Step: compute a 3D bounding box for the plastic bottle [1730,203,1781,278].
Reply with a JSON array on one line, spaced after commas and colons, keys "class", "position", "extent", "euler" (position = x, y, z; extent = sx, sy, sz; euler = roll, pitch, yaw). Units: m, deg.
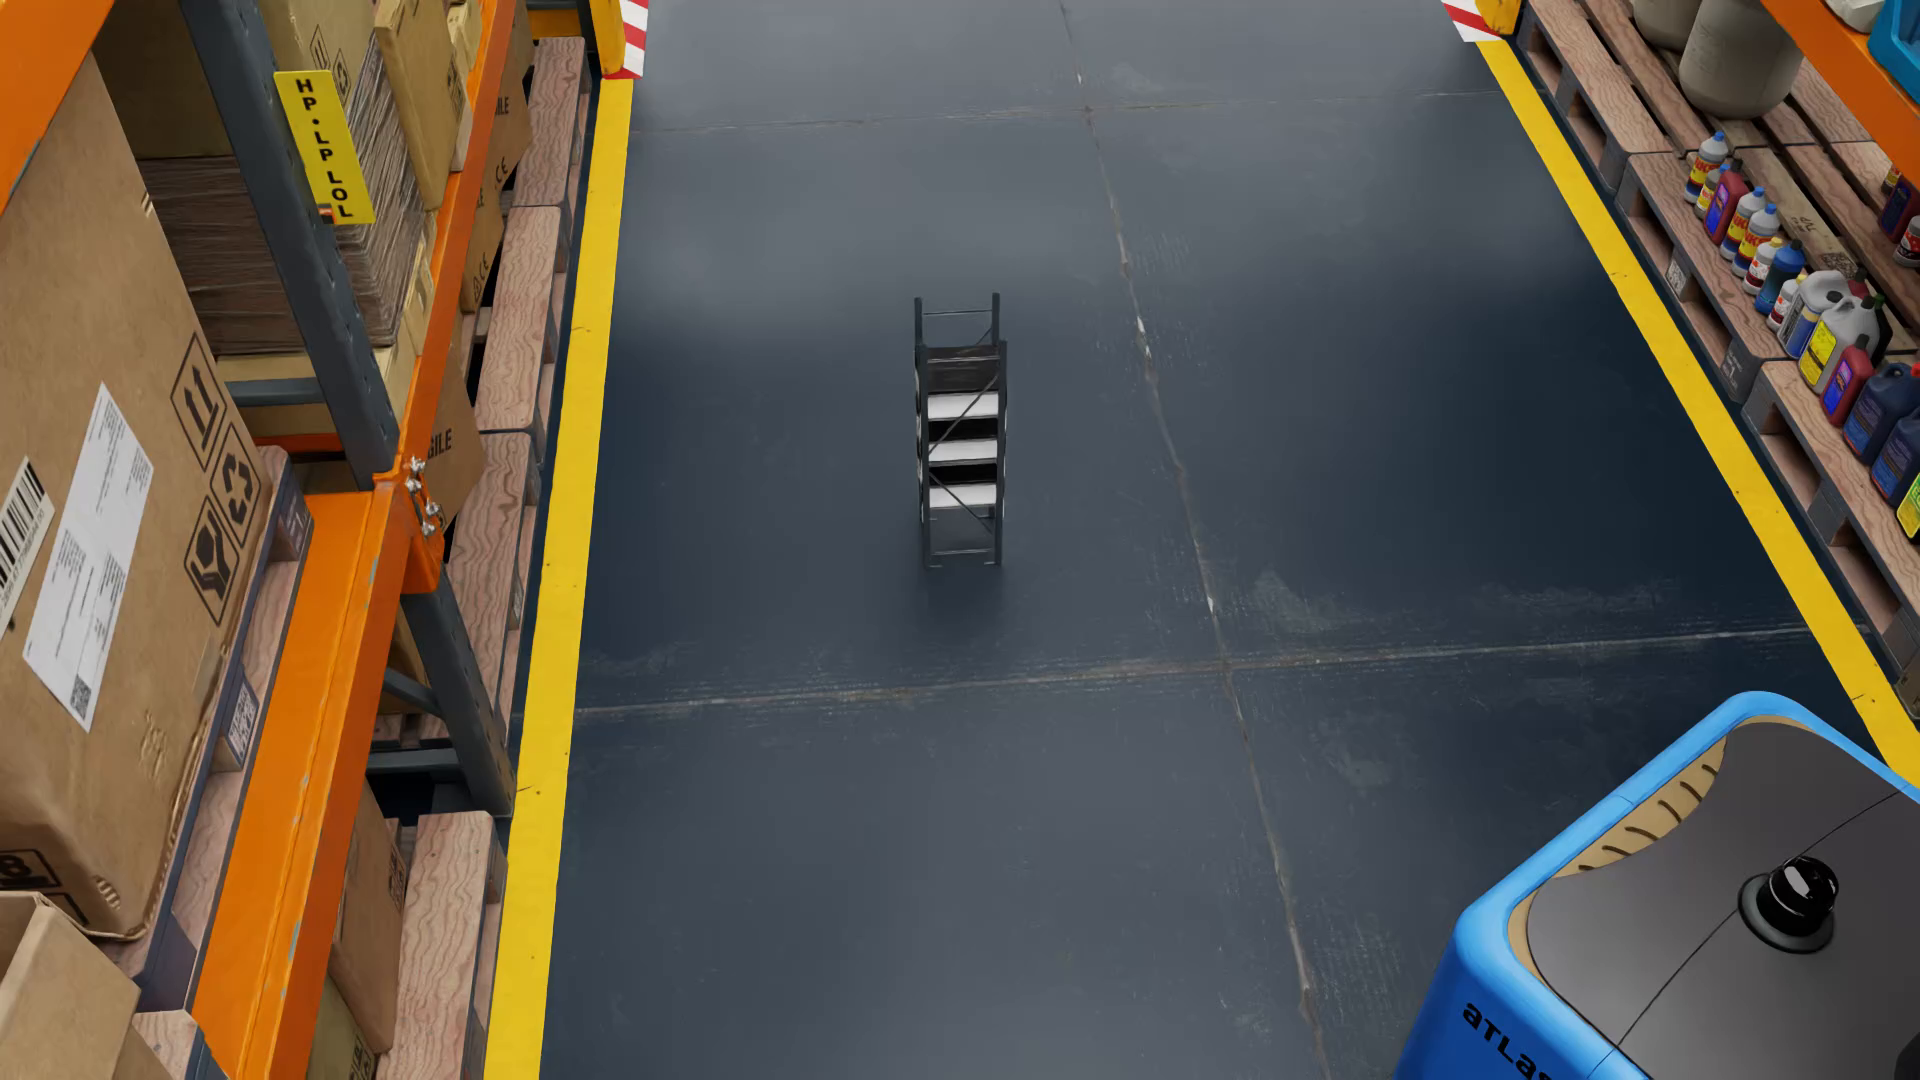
[{"class": "plastic bottle", "position": [2.758, -1.041, 5.746], "extent": [0.097, 0.271, 0.097], "euler": [0, 47, 0]}]

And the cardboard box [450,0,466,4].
[{"class": "cardboard box", "position": [-1.846, -1.834, 4.647], "extent": [0.875, 0.500, 0.500], "euler": [-3, 47, -3]}]

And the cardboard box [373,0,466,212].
[{"class": "cardboard box", "position": [-1.704, -1.114, 3.966], "extent": [0.875, 0.500, 0.500], "euler": [-3, 47, -3]}]

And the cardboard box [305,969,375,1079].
[{"class": "cardboard box", "position": [-1.670, 1.216, 3.451], "extent": [0.700, 0.500, 0.500], "euler": [-4, 47, -4]}]

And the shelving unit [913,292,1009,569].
[{"class": "shelving unit", "position": [0.001, -0.304, 4.918], "extent": [0.258, 0.900, 0.210], "euler": [-3, 47, -3]}]

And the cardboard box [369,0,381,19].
[{"class": "cardboard box", "position": [-1.548, -1.467, 3.611], "extent": [0.500, 0.500, 0.500], "euler": [-3, 47, -3]}]

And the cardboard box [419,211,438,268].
[{"class": "cardboard box", "position": [-1.495, -0.733, 4.051], "extent": [0.380, 0.149, 0.250], "euler": [-3, 47, -3]}]

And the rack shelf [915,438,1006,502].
[{"class": "rack shelf", "position": [0.001, -0.219, 5.007], "extent": [0.258, 0.077, 0.200], "euler": [-3, 47, -3]}]

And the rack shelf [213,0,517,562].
[{"class": "rack shelf", "position": [-1.888, -1.484, 5.085], "extent": [1.077, 0.370, 4.000], "euler": [-3, 47, -3]}]

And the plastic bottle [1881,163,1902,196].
[{"class": "plastic bottle", "position": [3.471, -1.366, 6.102], "extent": [0.097, 0.201, 0.097], "euler": [0, 47, 0]}]

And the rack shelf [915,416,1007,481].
[{"class": "rack shelf", "position": [0.001, -0.281, 4.942], "extent": [0.258, 0.077, 0.200], "euler": [-3, 47, -3]}]

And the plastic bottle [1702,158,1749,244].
[{"class": "plastic bottle", "position": [2.722, -1.201, 5.889], "extent": [0.061, 0.283, 0.133], "euler": [-3, 47, -3]}]

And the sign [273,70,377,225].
[{"class": "sign", "position": [-1.168, -0.719, 3.067], "extent": [0.100, 0.325, 0.005], "euler": [-3, 47, -3]}]

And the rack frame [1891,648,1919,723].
[{"class": "rack frame", "position": [3.215, -0.585, 3.738], "extent": [1.000, 3.000, 0.127], "euler": [-3, 47, -3]}]

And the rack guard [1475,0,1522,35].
[{"class": "rack guard", "position": [2.933, -2.568, 7.337], "extent": [1.175, 0.500, 0.348], "euler": [-3, 47, -3]}]

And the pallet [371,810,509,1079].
[{"class": "pallet", "position": [-1.654, 1.238, 3.932], "extent": [1.003, 0.211, 1.213], "euler": [-3, 47, -3]}]

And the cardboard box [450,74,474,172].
[{"class": "cardboard box", "position": [-1.506, -1.096, 4.395], "extent": [0.380, 0.149, 0.250], "euler": [-3, 47, -3]}]

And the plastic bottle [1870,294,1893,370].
[{"class": "plastic bottle", "position": [2.931, -0.648, 5.366], "extent": [0.061, 0.283, 0.133], "euler": [-3, 47, -3]}]

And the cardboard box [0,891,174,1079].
[{"class": "cardboard box", "position": [-1.484, 0.784, 2.081], "extent": [0.797, 0.503, 0.637], "euler": [1, 47, 1]}]

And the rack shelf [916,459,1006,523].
[{"class": "rack shelf", "position": [0.001, -0.157, 5.073], "extent": [0.258, 0.077, 0.200], "euler": [-3, 47, -3]}]

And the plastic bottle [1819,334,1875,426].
[{"class": "plastic bottle", "position": [2.803, -0.505, 5.230], "extent": [0.061, 0.283, 0.133], "euler": [-1, 47, -1]}]

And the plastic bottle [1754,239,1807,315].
[{"class": "plastic bottle", "position": [2.775, -0.895, 5.608], "extent": [0.097, 0.271, 0.097], "euler": [0, 47, 0]}]

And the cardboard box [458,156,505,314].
[{"class": "cardboard box", "position": [-1.902, -1.126, 5.683], "extent": [0.500, 0.500, 0.500], "euler": [0, 47, 0]}]

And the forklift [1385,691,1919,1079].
[{"class": "forklift", "position": [2.205, 1.086, 2.203], "extent": [1.130, 2.935, 3.031], "euler": [-29, 53, -25]}]

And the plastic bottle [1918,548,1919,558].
[{"class": "plastic bottle", "position": [2.874, -0.018, 4.825], "extent": [0.097, 0.201, 0.097], "euler": [0, 47, 0]}]

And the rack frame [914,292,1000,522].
[{"class": "rack frame", "position": [-0.008, -0.377, 4.987], "extent": [0.240, 0.900, 0.006], "euler": [-3, 47, -3]}]

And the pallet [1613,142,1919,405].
[{"class": "pallet", "position": [3.095, -1.000, 6.051], "extent": [1.003, 0.211, 1.213], "euler": [-3, 47, -3]}]

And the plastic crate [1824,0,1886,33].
[{"class": "plastic crate", "position": [2.827, -1.654, 4.932], "extent": [0.530, 0.136, 0.437], "euler": [-3, 47, -3]}]

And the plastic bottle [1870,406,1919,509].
[{"class": "plastic bottle", "position": [2.874, -0.274, 4.965], "extent": [0.144, 0.351, 0.185], "euler": [-5, 47, -4]}]

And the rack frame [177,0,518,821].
[{"class": "rack frame", "position": [-1.721, -0.284, 3.453], "extent": [1.000, 3.000, 0.127], "euler": [-3, 47, -3]}]

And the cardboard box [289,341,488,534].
[{"class": "cardboard box", "position": [-1.770, -0.275, 4.877], "extent": [0.500, 0.500, 0.500], "euler": [10, 47, 9]}]

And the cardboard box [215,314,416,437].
[{"class": "cardboard box", "position": [-1.439, -0.372, 3.709], "extent": [0.380, 0.149, 0.250], "euler": [-3, 47, -3]}]

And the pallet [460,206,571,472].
[{"class": "pallet", "position": [-1.917, -0.694, 5.762], "extent": [1.003, 0.211, 1.213], "euler": [-3, 47, -3]}]

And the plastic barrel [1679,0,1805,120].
[{"class": "plastic barrel", "position": [3.053, -1.934, 6.440], "extent": [0.421, 0.512, 0.421], "euler": [0, 47, 0]}]

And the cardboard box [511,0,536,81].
[{"class": "cardboard box", "position": [-2.020, -2.010, 6.520], "extent": [0.500, 0.500, 0.500], "euler": [4, 47, 4]}]

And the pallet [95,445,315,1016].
[{"class": "pallet", "position": [-1.802, 0.343, 2.991], "extent": [1.003, 0.211, 1.213], "euler": [-3, 47, -3]}]

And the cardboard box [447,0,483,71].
[{"class": "cardboard box", "position": [-1.578, -1.456, 4.736], "extent": [0.380, 0.149, 0.250], "euler": [-3, 47, -3]}]

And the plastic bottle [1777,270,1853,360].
[{"class": "plastic bottle", "position": [2.821, -0.739, 5.457], "extent": [0.152, 0.276, 0.135], "euler": [-3, 47, -3]}]

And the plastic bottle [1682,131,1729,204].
[{"class": "plastic bottle", "position": [2.721, -1.362, 6.050], "extent": [0.097, 0.271, 0.097], "euler": [0, 47, 0]}]
